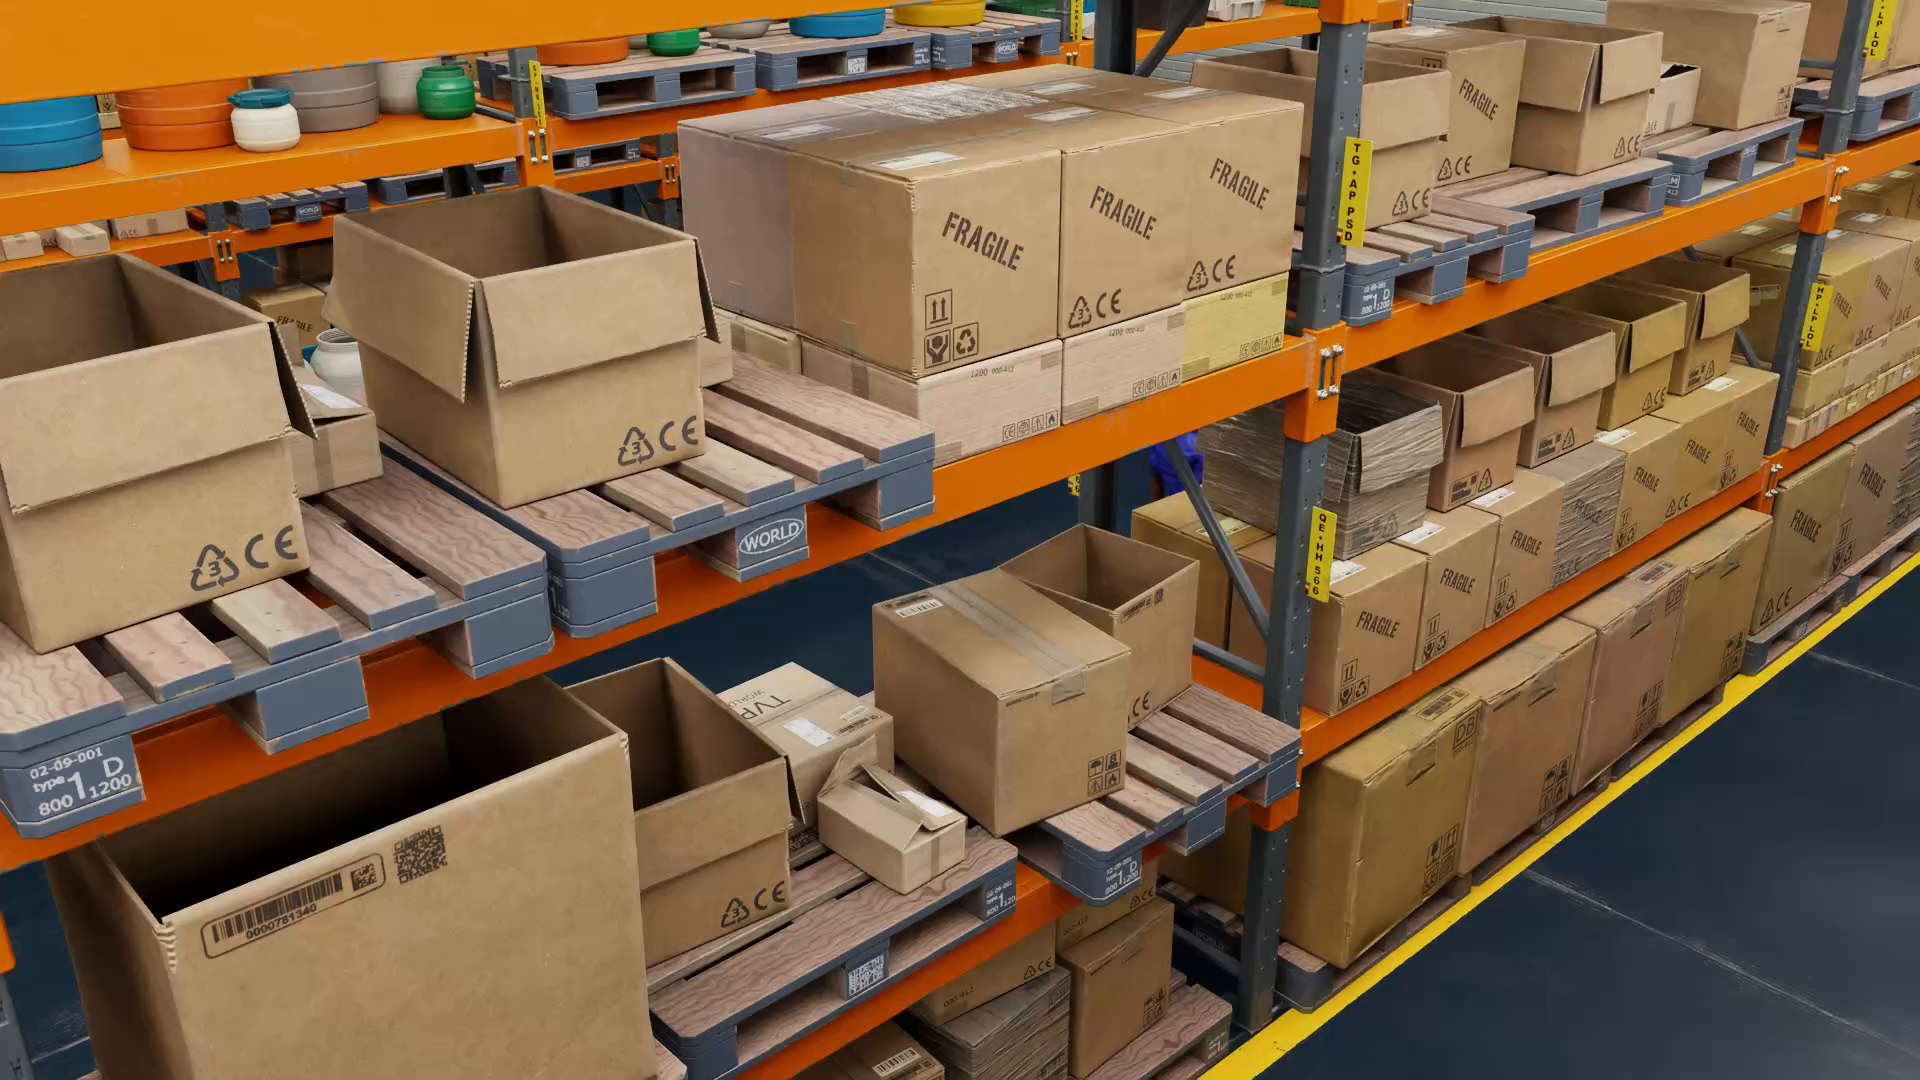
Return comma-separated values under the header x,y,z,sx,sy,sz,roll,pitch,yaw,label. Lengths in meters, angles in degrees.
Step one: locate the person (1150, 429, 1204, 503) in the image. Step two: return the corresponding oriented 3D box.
x,y,z,sx,sy,sz,roll,pitch,yaw,label
1.172,-0.048,8.723,0.300,1.656,0.438,-20,31,-37,person
